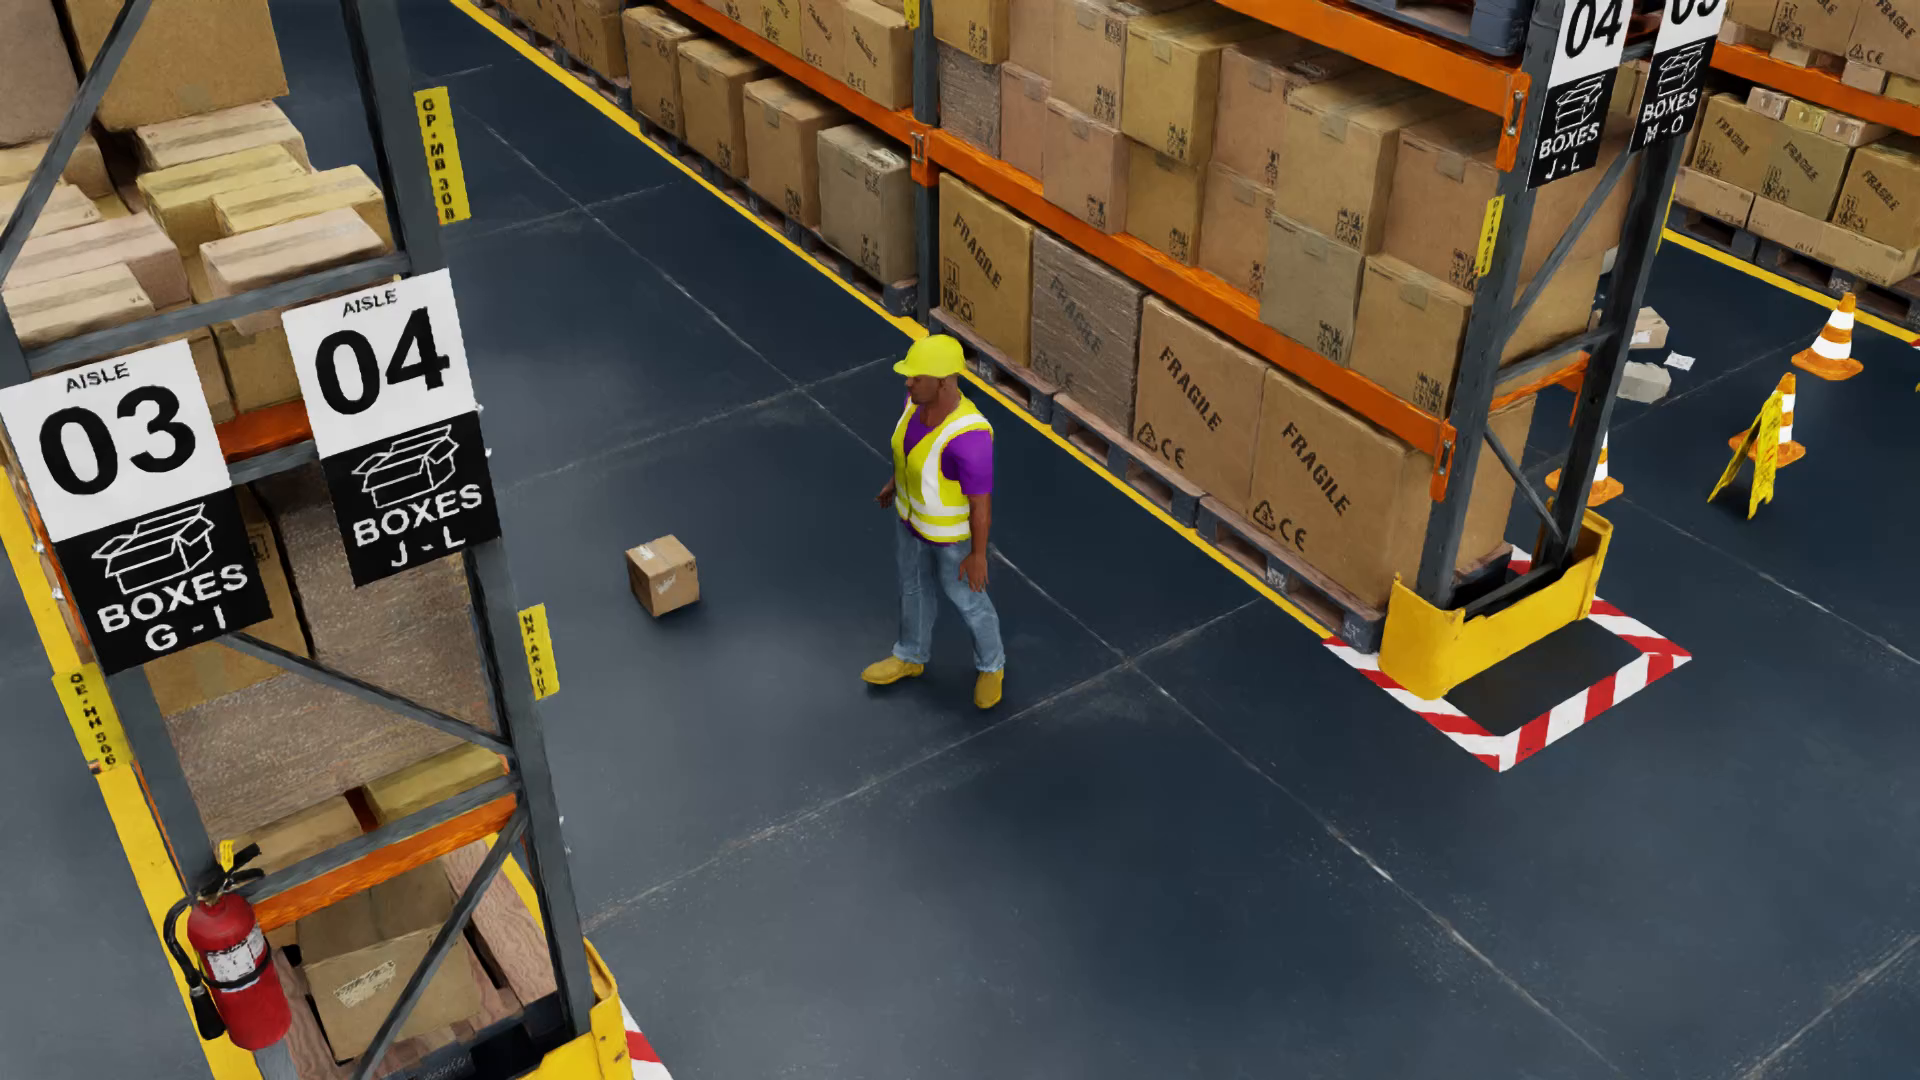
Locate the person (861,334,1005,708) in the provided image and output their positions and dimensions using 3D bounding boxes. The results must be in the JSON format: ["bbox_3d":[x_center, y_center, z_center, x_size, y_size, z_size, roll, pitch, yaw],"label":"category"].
[{"bbox_3d":[-0.136,-0.087,7.082,0.582,1.768,0.738,-22,42,-27],"label":"person"}]
